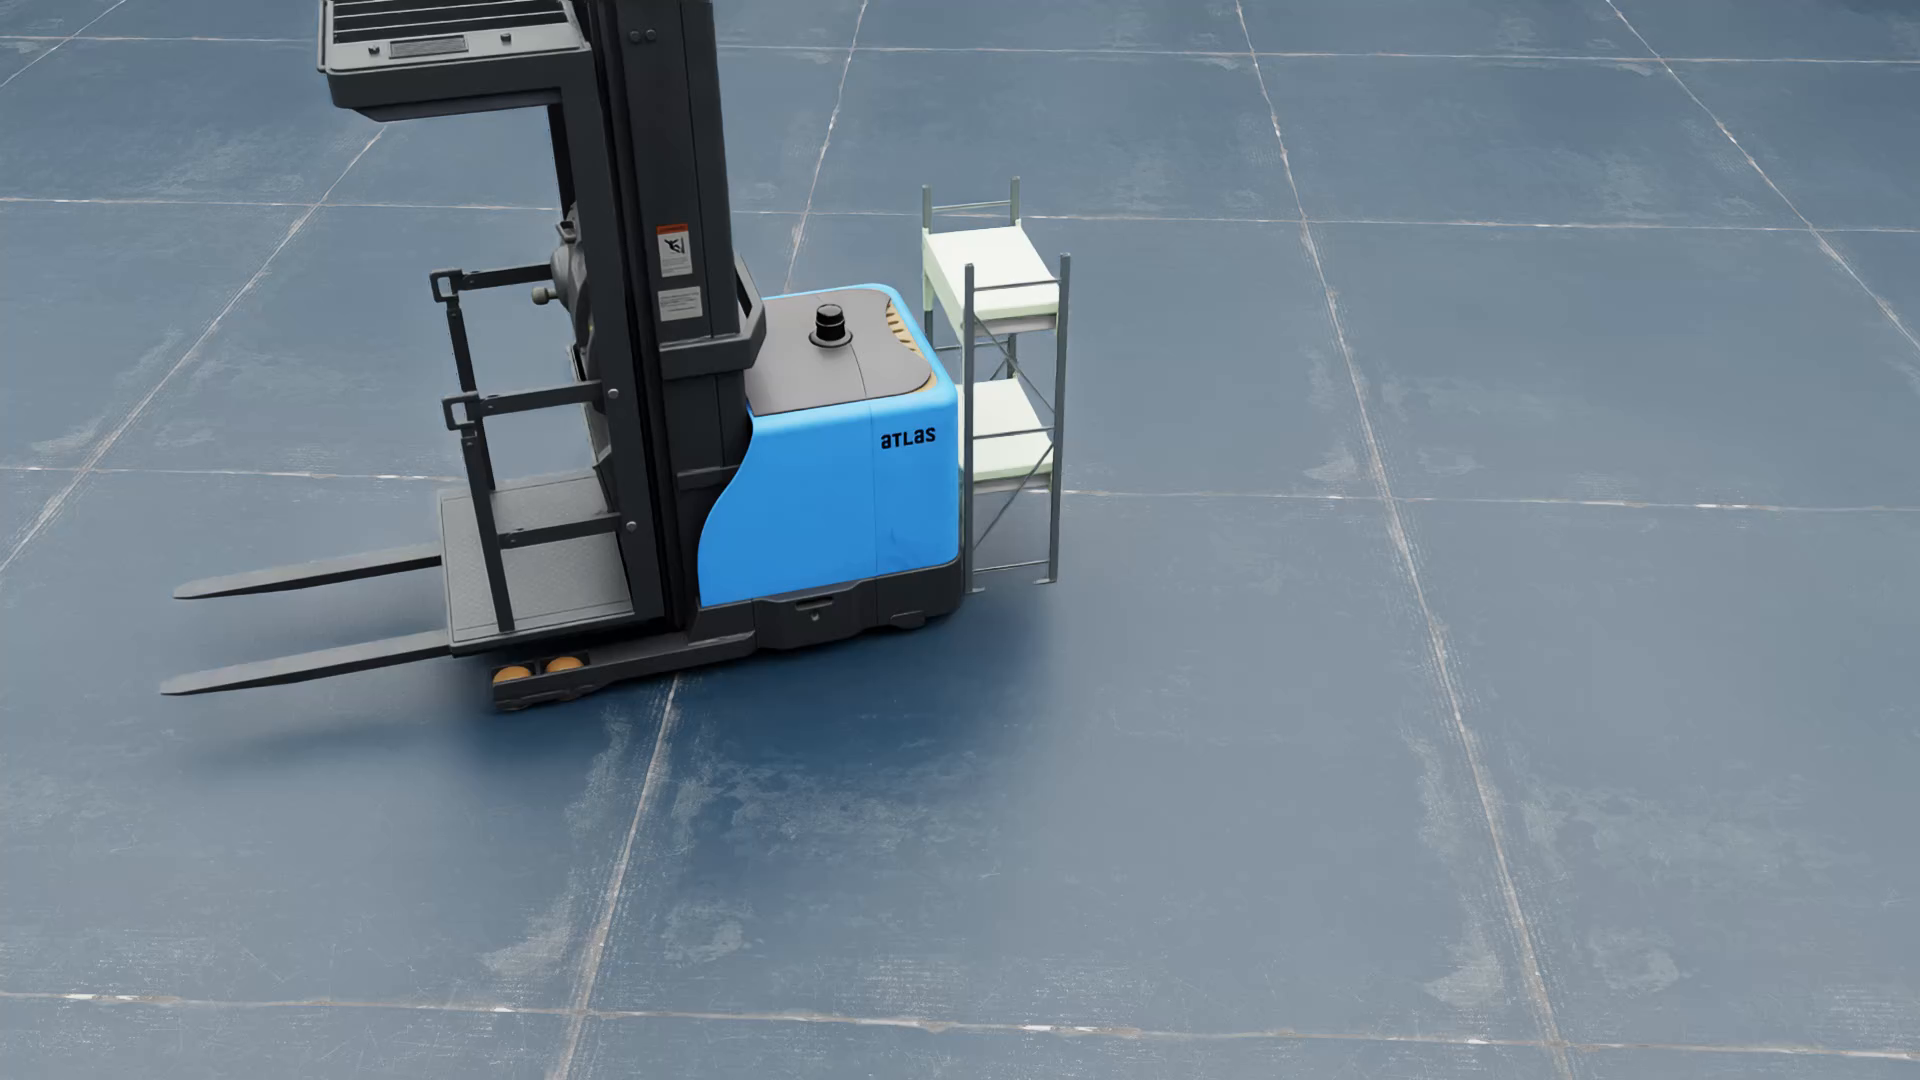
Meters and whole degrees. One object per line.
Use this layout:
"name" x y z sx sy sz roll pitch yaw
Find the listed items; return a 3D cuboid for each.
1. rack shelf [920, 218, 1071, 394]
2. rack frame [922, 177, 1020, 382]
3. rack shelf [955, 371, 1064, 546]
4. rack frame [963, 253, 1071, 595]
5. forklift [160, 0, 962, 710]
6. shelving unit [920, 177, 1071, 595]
"rack shelf" 0.129 -0.941 6.606 0.431 0.370 0.720 -8 36 -11
"rack frame" 0.046 -0.827 7.122 0.400 1.500 0.023 -8 36 -11
"rack shelf" 0.129 -0.355 7.018 0.431 0.370 0.720 -8 36 -11
"rack frame" 0.212 -0.417 6.539 0.400 1.500 0.023 -8 36 -11
"forklift" -1.568 -0.893 5.971 3.031 2.935 1.130 -10 36 -14
"shelving unit" 0.129 -0.622 6.830 0.431 1.500 0.755 -8 36 -11
